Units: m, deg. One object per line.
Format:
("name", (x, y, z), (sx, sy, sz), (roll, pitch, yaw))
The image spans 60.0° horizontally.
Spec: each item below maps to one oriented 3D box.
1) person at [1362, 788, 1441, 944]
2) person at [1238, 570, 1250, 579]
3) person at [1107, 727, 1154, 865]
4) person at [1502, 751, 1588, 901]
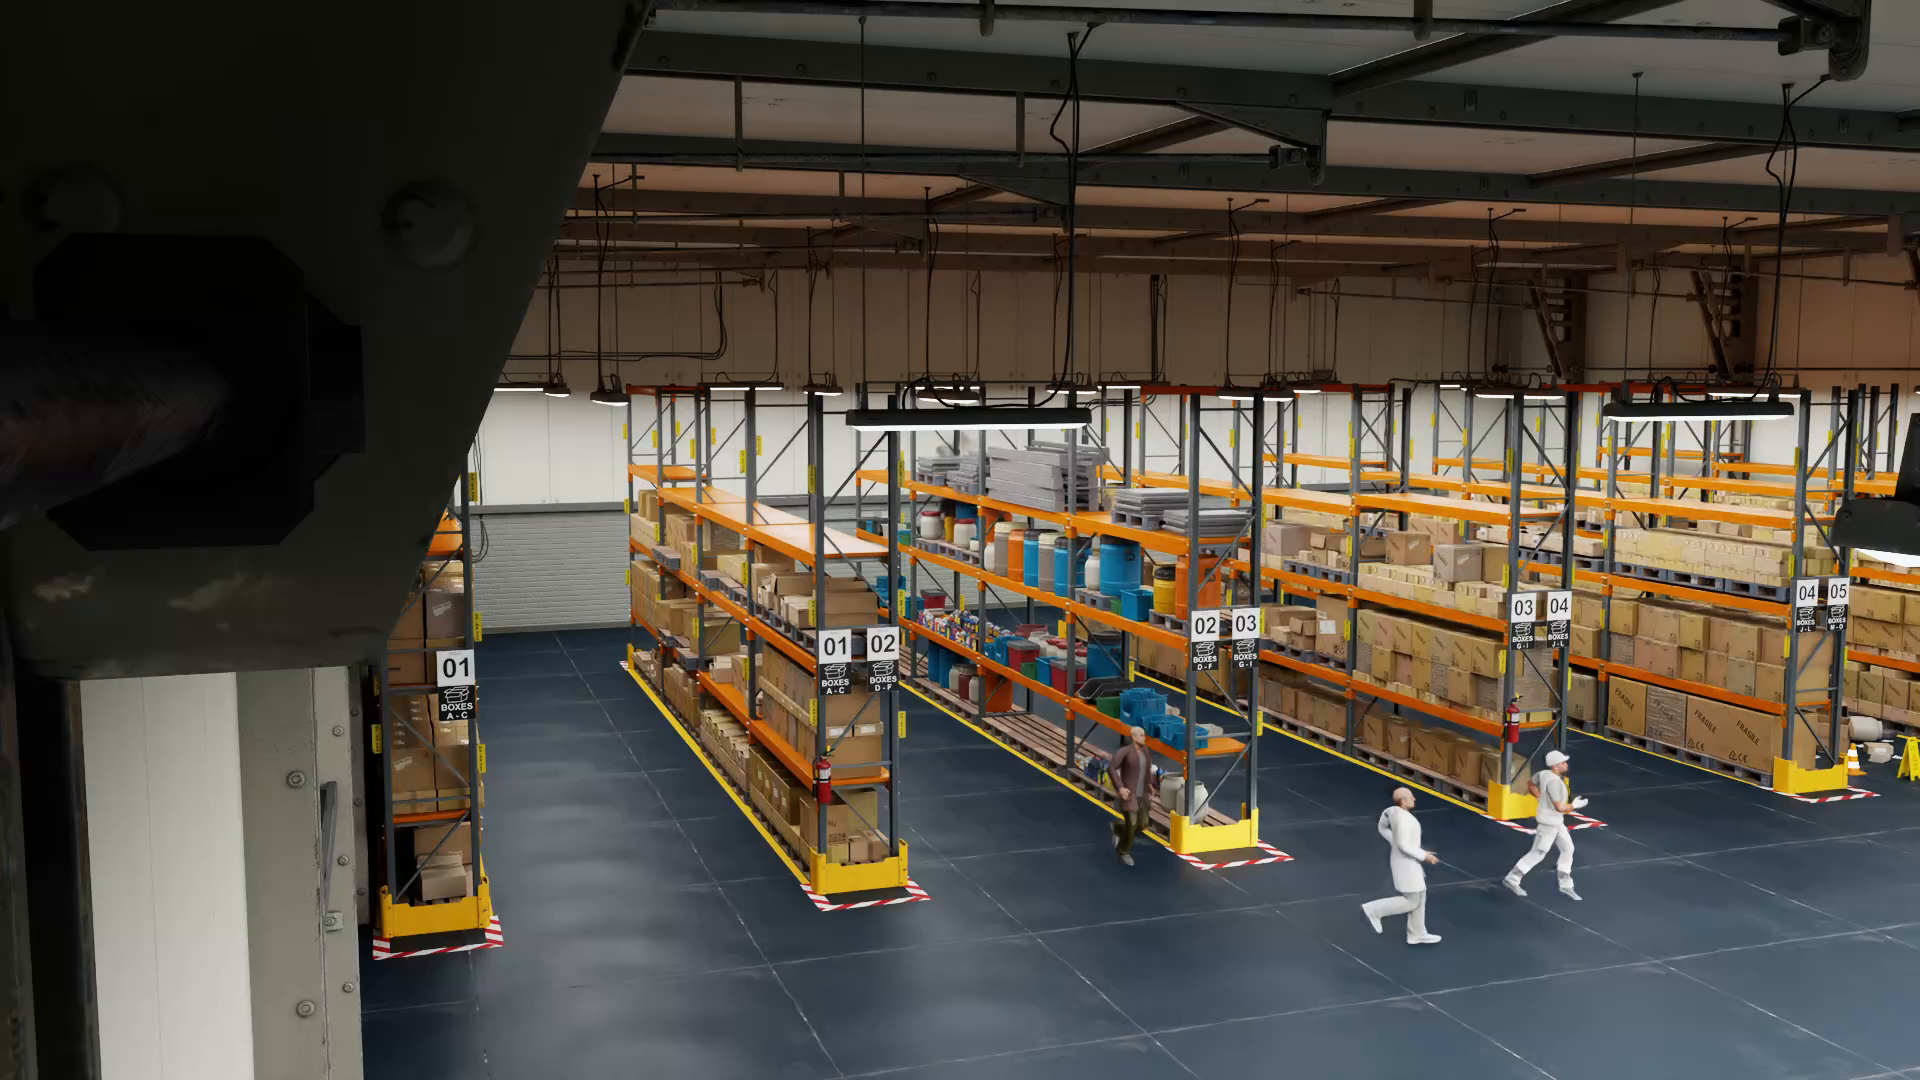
("person", (4.859, 3.579, 18.281), (0.888, 1.750, 0.710), (0, 6, 1))
("person", (6.872, 1.270, 41.144), (0.565, 1.637, 0.901), (-2, 6, -21))
("person", (2.219, 3.373, 21.531), (0.766, 1.529, 0.589), (-5, 7, -37))
("person", (6.974, 3.398, 19.801), (0.912, 1.829, 0.677), (2, 6, 15))
